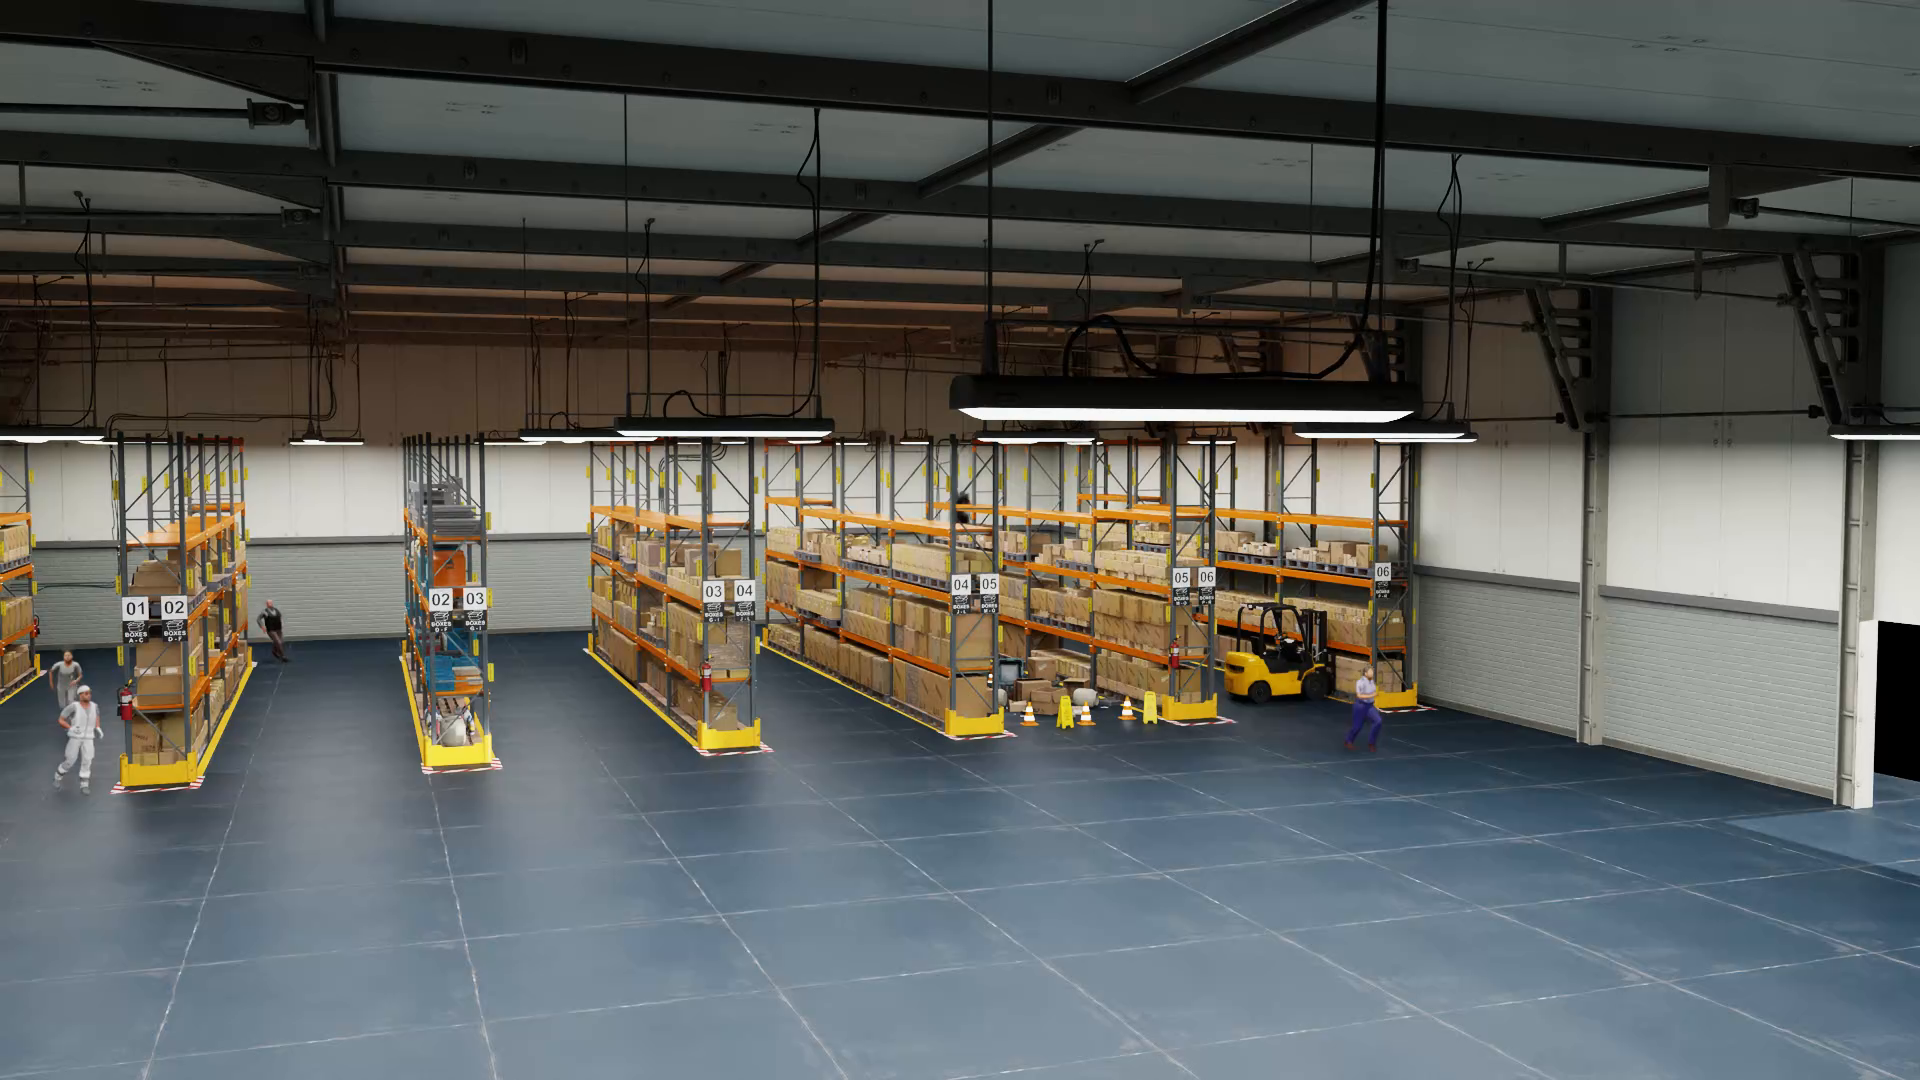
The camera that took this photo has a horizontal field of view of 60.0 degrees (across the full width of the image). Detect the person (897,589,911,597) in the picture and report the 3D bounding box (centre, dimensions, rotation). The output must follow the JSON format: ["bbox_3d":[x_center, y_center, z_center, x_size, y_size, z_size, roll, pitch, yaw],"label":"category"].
[{"bbox_3d":[-1.769,2.036,50.903,0.938,1.685,0.575,-1,3,-14],"label":"person"}]

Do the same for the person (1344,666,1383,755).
[{"bbox_3d":[7.565,3.182,31.197,0.627,1.673,0.817,-3,4,-40],"label":"person"}]

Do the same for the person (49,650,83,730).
[{"bbox_3d":[-18.249,3.050,33.955,0.599,1.620,0.662,-2,4,-28],"label":"person"}]

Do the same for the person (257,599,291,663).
[{"bbox_3d":[-18.297,2.418,44.301,0.932,1.680,0.715,2,4,34],"label":"person"}]

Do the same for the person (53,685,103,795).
[{"bbox_3d":[-14.552,3.294,27.588,0.986,1.753,0.716,3,4,39],"label":"person"}]
